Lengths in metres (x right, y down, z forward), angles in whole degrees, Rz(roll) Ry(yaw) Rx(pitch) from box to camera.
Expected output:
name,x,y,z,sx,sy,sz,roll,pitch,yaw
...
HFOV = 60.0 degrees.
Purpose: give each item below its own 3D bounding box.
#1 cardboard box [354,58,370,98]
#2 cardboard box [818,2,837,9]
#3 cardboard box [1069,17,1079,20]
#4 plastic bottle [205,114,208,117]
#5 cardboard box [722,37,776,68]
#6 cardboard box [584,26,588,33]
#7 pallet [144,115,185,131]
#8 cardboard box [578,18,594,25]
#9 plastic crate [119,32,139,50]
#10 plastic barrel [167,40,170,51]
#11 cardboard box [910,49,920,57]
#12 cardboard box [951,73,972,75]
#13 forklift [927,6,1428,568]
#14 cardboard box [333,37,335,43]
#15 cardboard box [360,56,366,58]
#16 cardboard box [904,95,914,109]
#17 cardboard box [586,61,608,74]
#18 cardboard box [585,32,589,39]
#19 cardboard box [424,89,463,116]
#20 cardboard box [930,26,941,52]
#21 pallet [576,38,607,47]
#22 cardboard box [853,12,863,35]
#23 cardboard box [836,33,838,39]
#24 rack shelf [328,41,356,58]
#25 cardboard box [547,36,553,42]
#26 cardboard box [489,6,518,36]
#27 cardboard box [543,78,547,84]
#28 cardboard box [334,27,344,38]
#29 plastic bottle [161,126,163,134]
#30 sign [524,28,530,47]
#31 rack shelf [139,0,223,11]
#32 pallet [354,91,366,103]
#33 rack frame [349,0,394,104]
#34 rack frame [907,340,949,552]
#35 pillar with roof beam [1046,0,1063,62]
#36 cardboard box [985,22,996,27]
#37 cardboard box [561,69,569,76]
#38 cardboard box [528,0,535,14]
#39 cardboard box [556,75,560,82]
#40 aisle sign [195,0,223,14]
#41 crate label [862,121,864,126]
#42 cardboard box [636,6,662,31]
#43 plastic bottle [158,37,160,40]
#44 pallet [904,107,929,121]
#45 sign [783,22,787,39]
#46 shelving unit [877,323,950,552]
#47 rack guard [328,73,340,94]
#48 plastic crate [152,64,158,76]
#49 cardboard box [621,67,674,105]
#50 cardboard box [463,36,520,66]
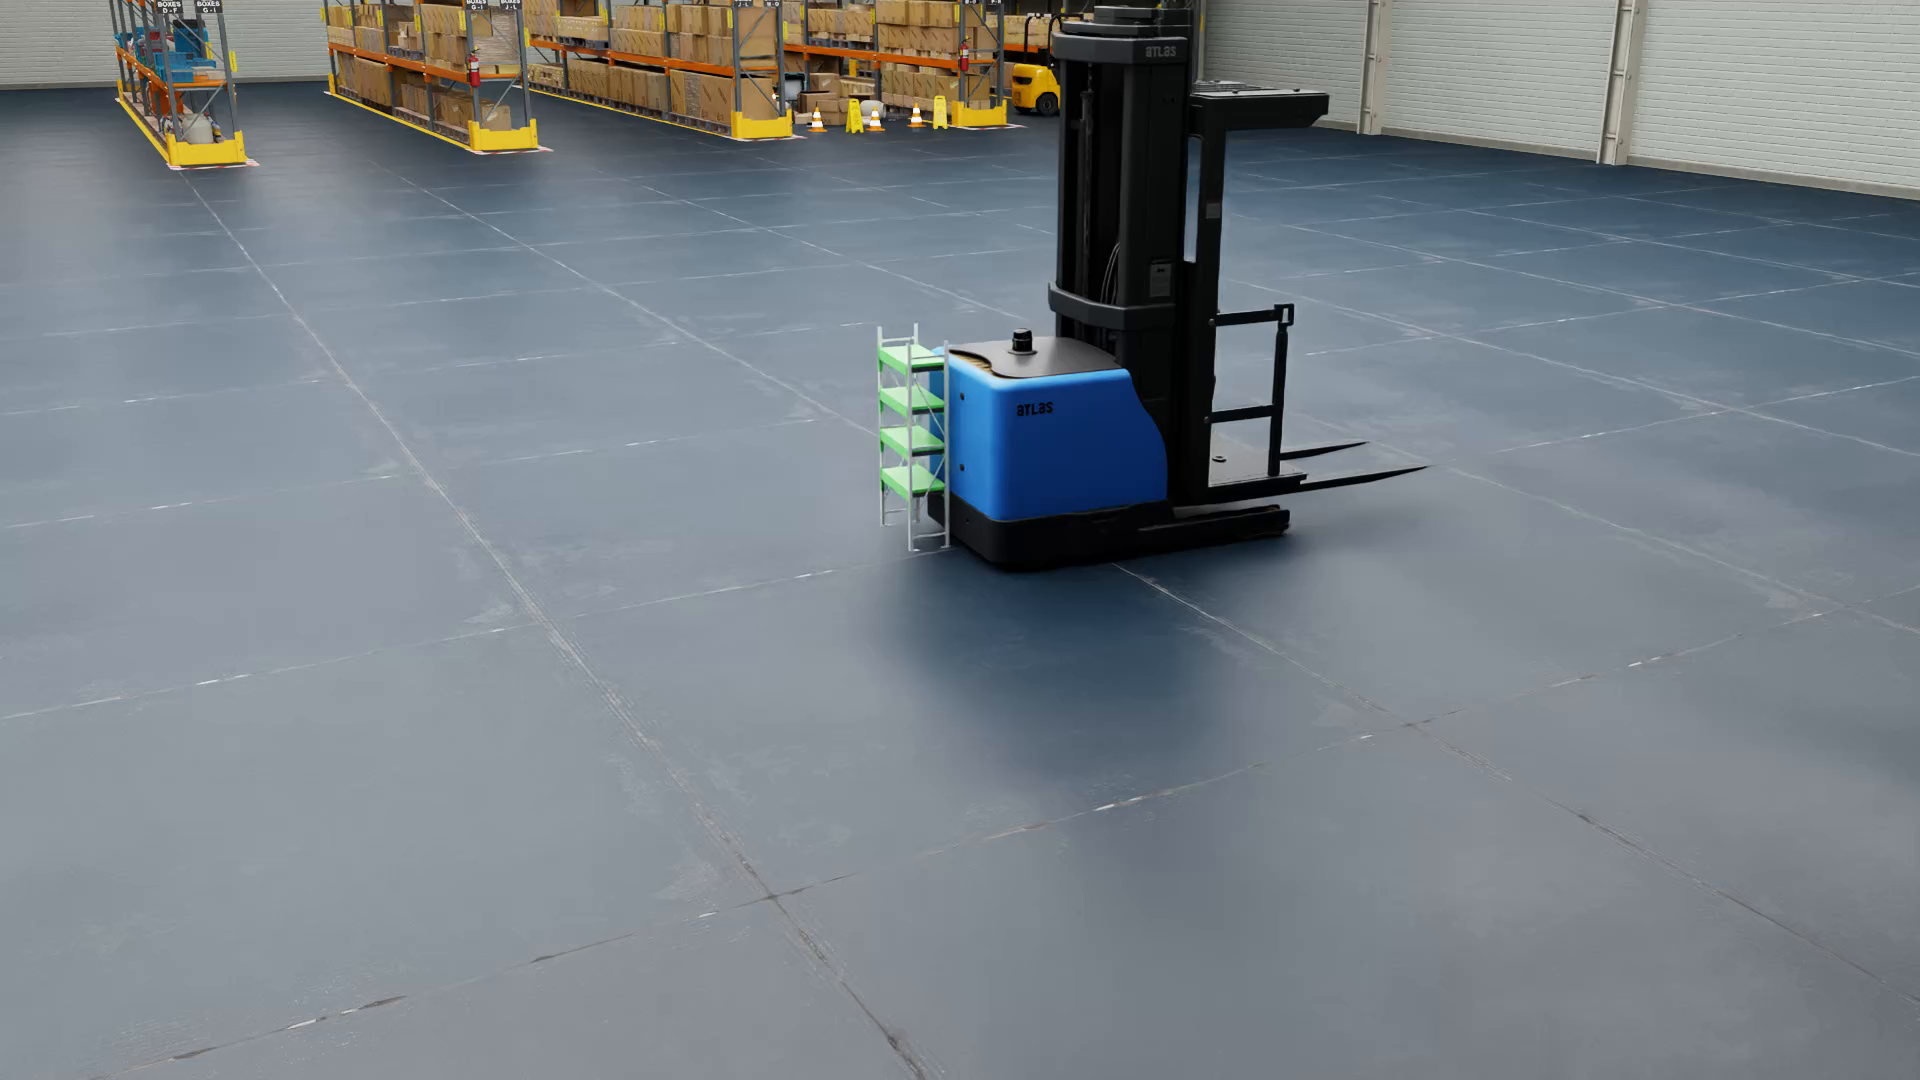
name,x,y,z,sx,sy,sz,roll,pitch,yaw
cardboard box,-13.658,-11.010,39.554,1.225,0.875,0.875,-10,21,-26
cardboard box,-3.378,-13.083,41.261,0.500,0.500,0.500,-11,22,-28
cardboard box,2.797,-12.362,39.255,0.380,0.149,0.250,-10,21,-26
plastic bottle,-13.889,-7.693,30.715,0.144,0.351,0.185,-11,22,-29
cardboard box,-4.085,-9.461,32.222,0.875,0.550,0.550,-10,21,-27
cardboard box,-8.677,-12.103,39.392,0.380,0.149,0.250,-10,21,-27
pallet,-16.106,-8.535,34.041,1.003,0.211,1.213,-10,21,-27
cardboard box,-8.916,-12.390,39.768,0.380,0.149,0.250,-9,21,-24
plastic crate,-18.861,-11.331,37.804,0.392,0.384,0.575,-10,21,-27
plastic barrel,-15.563,-9.751,33.120,0.421,0.512,0.421,0,19,0
cardboard box,-0.849,-10.540,35.962,0.380,0.149,0.250,-10,21,-27
cardboard box,0.036,-9.771,35.770,0.500,0.500,0.500,-11,22,-29
forklift,1.370,-1.532,9.579,3.031,2.935,1.130,-8,21,-22
cardboard box,-15.631,-12.652,42.082,0.380,0.149,0.250,-10,22,-27
cardboard box,-14.223,-11.393,40.662,0.875,0.875,0.875,-10,21,-27
cardboard box,-0.899,-9.619,36.481,0.500,0.250,0.500,-10,22,-27
cardboard box,-8.700,-11.406,40.127,0.500,0.250,0.500,-9,21,-25
cardboard box,-8.660,-11.955,39.421,0.380,0.149,0.250,-10,22,-27
cardboard box,-10.664,-9.046,34.406,0.700,0.500,0.500,-10,21,-27
cardboard box,-0.294,-10.532,34.946,0.500,0.500,0.500,-10,21,-27
pallet,-8.644,-12.059,40.274,1.003,0.211,1.213,-10,21,-27
cardboard box,-2.118,-11.861,38.152,0.500,0.500,0.500,-10,21,-26
cardboard box,-2.710,-11.955,39.419,0.380,0.149,0.250,-9,21,-25
rack shelf,-14.930,-12.231,41.581,1.077,0.370,4.000,-10,21,-27
cardboard box,-10.457,-12.957,42.968,0.380,0.149,0.250,-11,22,-29
cardboard box,-8.303,-9.412,30.168,0.500,0.500,0.500,-10,21,-27
cardboard box,-10.753,-12.093,43.805,0.380,0.149,0.250,-10,21,-27
cardboard box,-15.401,-12.742,41.733,0.500,0.250,0.500,-11,22,-28
plastic bottle,-14.678,-7.600,30.674,0.097,0.201,0.097,0,19,0
sign,-7.804,-9.045,29.919,0.100,0.325,0.005,-10,21,-27
rack shelf,-13.590,-9.437,28.885,1.077,0.370,4.000,-10,21,-27
pallet,-14.272,-10.909,40.922,1.003,0.211,1.213,-10,21,-27
rack frame,-13.980,-11.997,39.799,1.000,3.000,0.127,-10,21,-27
rack frame,-0.176,-0.513,9.278,0.240,1.200,0.015,-7,20,-20
pillar with roof beam,-1.369,-15.088,39.560,9.100,9.000,0.400,-10,21,-27
cardboard box,0.981,-13.150,42.604,0.500,0.250,0.500,-10,21,-27
cardboard box,-9.965,-11.930,42.420,0.380,0.149,0.250,-9,21,-25
cardboard box,-11.014,-14.078,43.689,0.500,0.500,0.500,-11,22,-28
cardboard box,-10.136,-11.844,42.629,0.380,0.149,0.250,-11,22,-29
aisle sign,-12.349,-9.038,27.240,0.394,0.787,0.004,-10,21,-27
crate label,-2.143,-8.604,34.355,0.298,0.136,0.250,11,22,30
cardboard box,-6.733,-11.539,36.786,0.700,0.500,0.500,-10,22,-27
plastic bottle,-17.741,-10.971,36.902,0.144,0.351,0.185,-10,21,-27
pallet,-0.526,-9.379,36.488,1.003,0.211,1.213,-10,21,-27
sign,-3.377,-9.822,32.049,0.100,0.325,0.005,-10,21,-27
shelving unit,-0.265,-0.587,9.493,0.258,1.200,0.503,-7,20,-20
rack guard,-15.891,-11.970,43.555,1.175,0.500,0.348,-10,21,-27
plastic crate,-14.144,-8.399,29.699,0.450,0.188,0.662,-10,21,-27
cardboard box,-7.039,-10.283,37.640,1.050,0.750,0.750,-10,21,-26
cardboard box,-8.519,-8.902,30.221,0.875,0.500,0.500,-10,21,-27
